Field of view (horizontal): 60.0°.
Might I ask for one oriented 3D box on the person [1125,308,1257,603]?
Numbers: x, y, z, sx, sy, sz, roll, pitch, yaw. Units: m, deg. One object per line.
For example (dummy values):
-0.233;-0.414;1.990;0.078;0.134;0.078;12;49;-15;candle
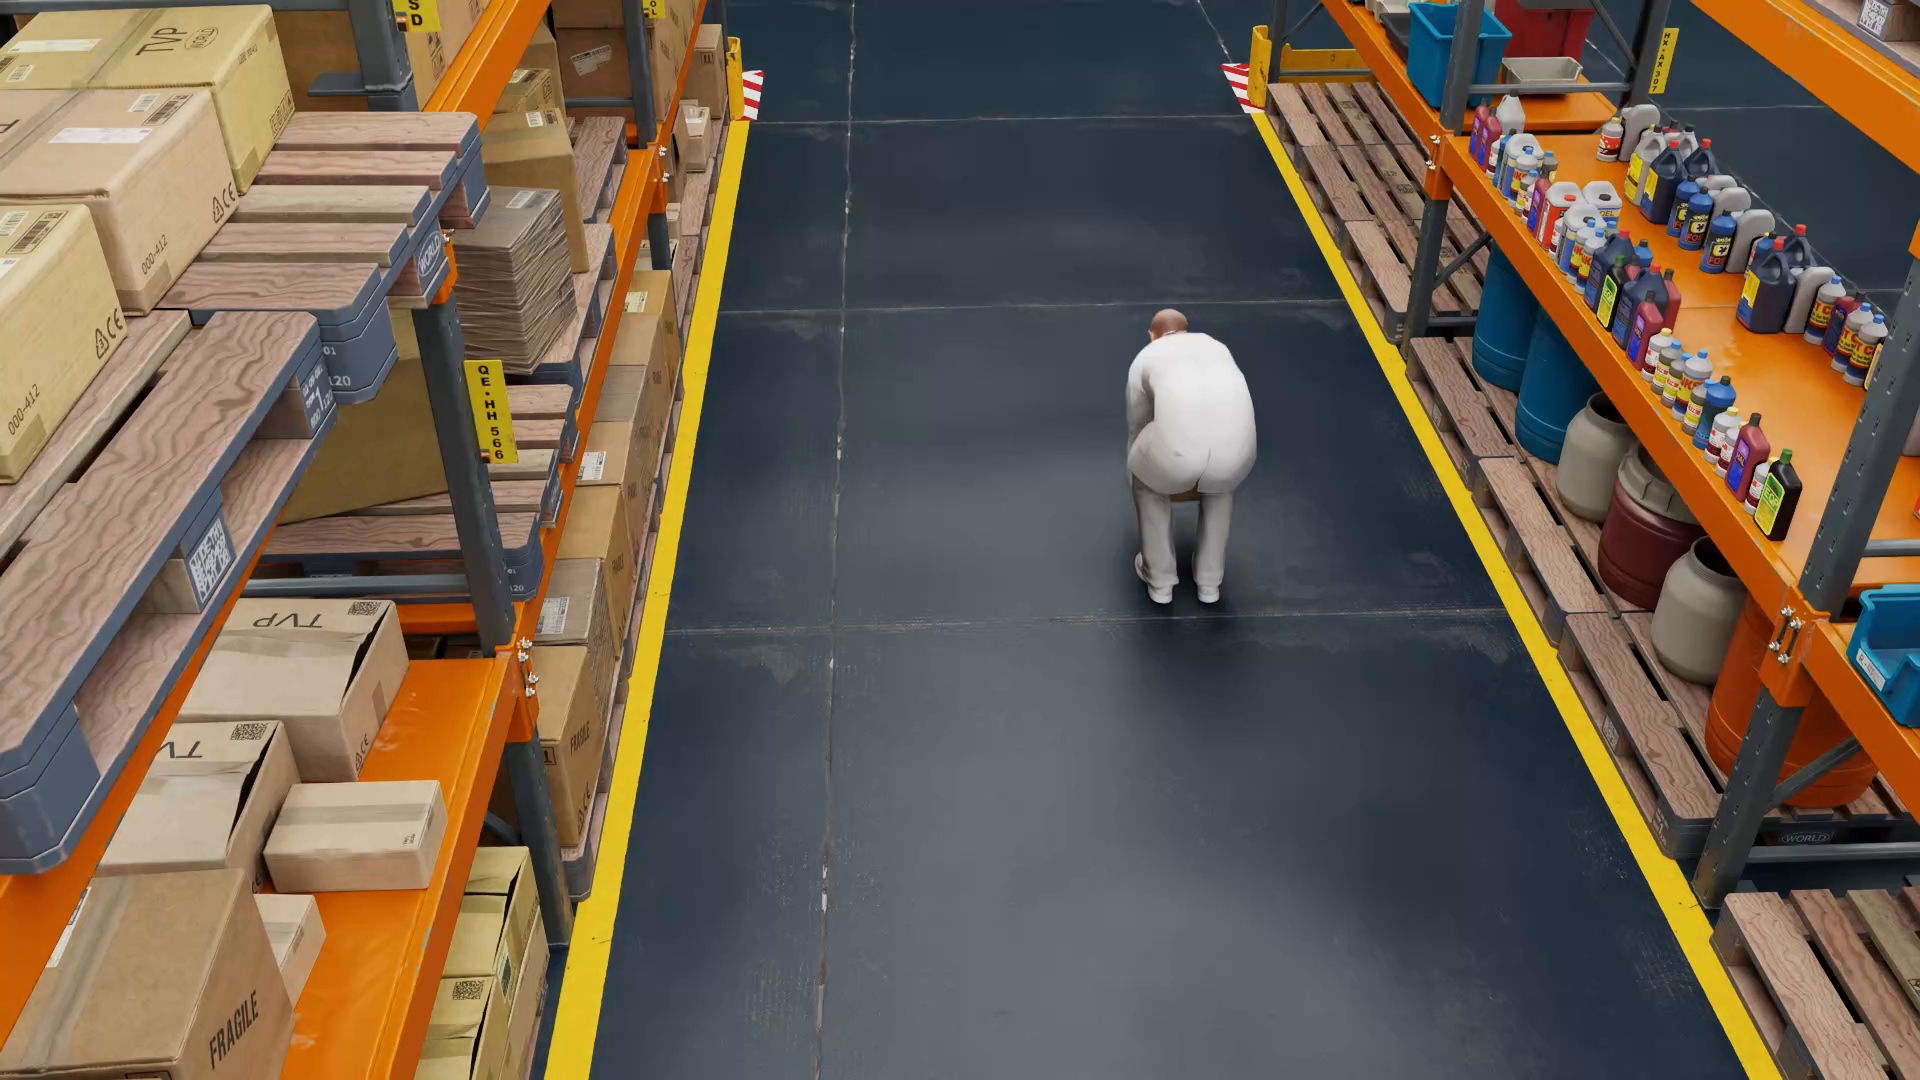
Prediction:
0.968;-0.366;7.256;0.559;1.127;0.950;-3;35;-4;person
